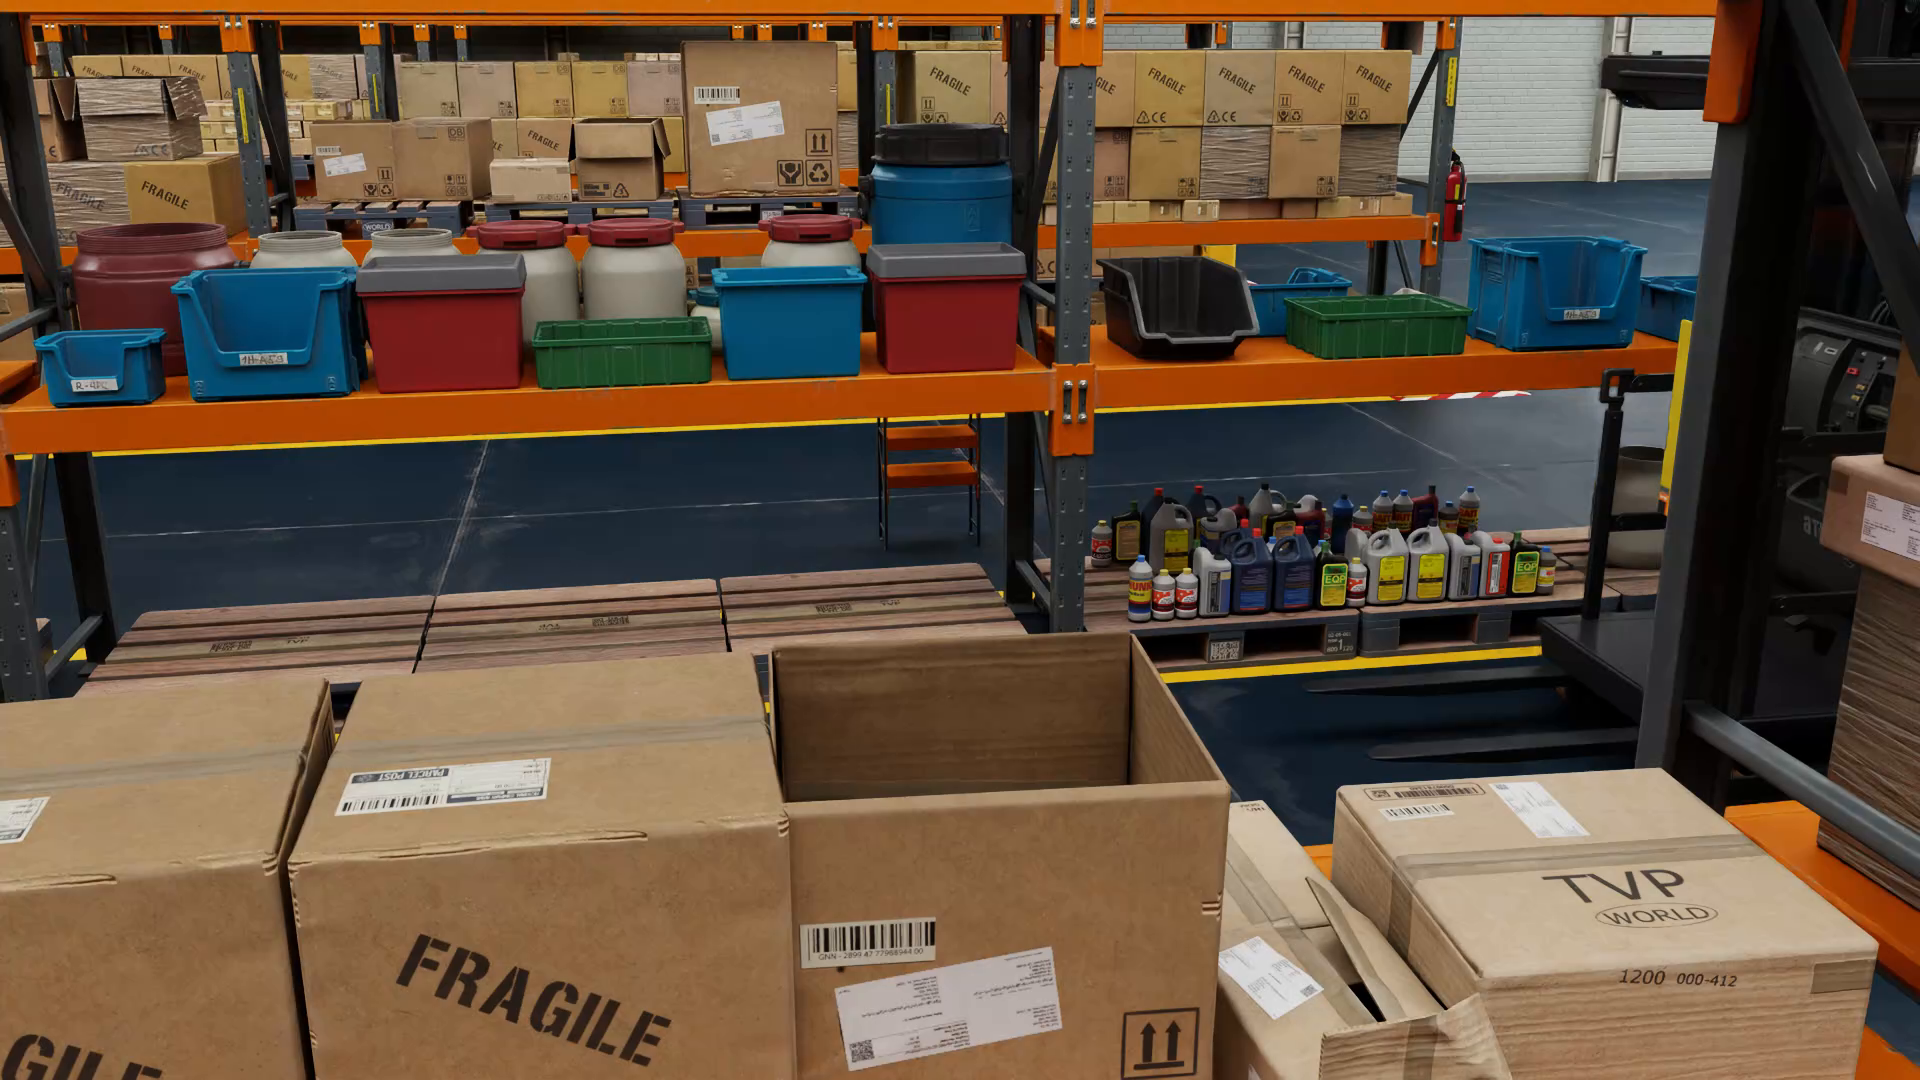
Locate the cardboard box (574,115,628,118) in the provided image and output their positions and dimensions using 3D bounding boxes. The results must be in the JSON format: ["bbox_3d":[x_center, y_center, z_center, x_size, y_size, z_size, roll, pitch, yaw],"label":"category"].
[{"bbox_3d":[-3.476,-3.882,16.171,0.500,0.500,0.500,-3,17,-10],"label":"cardboard box"}]

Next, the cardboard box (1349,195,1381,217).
[{"bbox_3d":[2.860,-2.448,12.100,0.250,0.149,0.380,-3,17,-10],"label":"cardboard box"}]

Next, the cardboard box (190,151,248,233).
[{"bbox_3d":[-5.037,-2.310,11.055,0.500,0.500,0.500,-3,17,-9],"label":"cardboard box"}]

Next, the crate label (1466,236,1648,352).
[{"bbox_3d":[2.530,-1.065,7.111,0.616,0.435,0.502,-3,17,-10],"label":"crate label"}]

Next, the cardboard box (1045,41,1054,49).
[{"bbox_3d":[1.006,-6.090,21.151,0.500,0.500,0.700,-4,17,-12],"label":"cardboard box"}]

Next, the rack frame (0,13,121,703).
[{"bbox_3d":[-3.569,-0.783,6.253,0.127,3.000,1.000,-3,17,-10],"label":"rack frame"}]

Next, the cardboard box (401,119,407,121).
[{"bbox_3d":[-4.858,-3.642,15.389,0.500,0.500,0.500,-3,17,-10],"label":"cardboard box"}]

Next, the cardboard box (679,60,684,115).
[{"bbox_3d":[-2.414,-4.337,15.949,0.500,0.500,0.700,-4,17,-11],"label":"cardboard box"}]

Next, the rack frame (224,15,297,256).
[{"bbox_3d":[-4.509,-2.211,10.902,0.127,3.000,1.000,-3,17,-10],"label":"rack frame"}]

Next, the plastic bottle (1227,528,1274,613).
[{"bbox_3d":[1.230,0.124,7.060,0.185,0.351,0.144,-3,17,-9],"label":"plastic bottle"}]

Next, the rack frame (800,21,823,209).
[{"bbox_3d":[-1.423,-3.869,16.301,0.127,3.000,1.000,-3,17,-10],"label":"rack frame"}]

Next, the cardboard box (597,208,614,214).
[{"bbox_3d":[-4.363,-4.125,20.894,0.625,0.372,0.950,-3,17,-9],"label":"cardboard box"}]

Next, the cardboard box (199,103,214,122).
[{"bbox_3d":[-6.748,-3.797,14.763,0.250,0.149,0.380,-3,17,-10],"label":"cardboard box"}]

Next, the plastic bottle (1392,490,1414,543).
[{"bbox_3d":[2.110,-0.105,7.942,0.097,0.271,0.097,0,17,0],"label":"plastic bottle"}]

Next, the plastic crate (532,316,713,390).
[{"bbox_3d":[-1.298,-0.726,6.429,0.662,0.188,0.450,-3,17,-10],"label":"plastic crate"}]

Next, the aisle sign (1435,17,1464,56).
[{"bbox_3d":[3.464,-3.816,11.701,0.004,0.787,0.394,-3,17,-10],"label":"aisle sign"}]

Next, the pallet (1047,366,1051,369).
[{"bbox_3d":[0.072,-1.149,12.192,1.213,0.211,1.003,-3,17,-10],"label":"pallet"}]

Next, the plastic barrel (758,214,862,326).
[{"bbox_3d":[-0.623,-1.081,6.991,0.433,0.535,0.433,0,17,0],"label":"plastic barrel"}]

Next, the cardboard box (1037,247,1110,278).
[{"bbox_3d":[0.988,-3.171,16.930,0.875,0.875,0.875,-4,17,-11],"label":"cardboard box"}]

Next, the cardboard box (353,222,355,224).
[{"bbox_3d":[-6.073,-3.042,15.873,0.500,0.250,0.500,-4,18,-13],"label":"cardboard box"}]

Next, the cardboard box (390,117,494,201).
[{"bbox_3d":[-3.457,-2.561,11.156,0.500,0.500,0.700,-1,17,-2],"label":"cardboard box"}]

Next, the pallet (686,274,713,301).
[{"bbox_3d":[-2.166,-2.472,16.500,1.213,0.211,1.003,-3,17,-10],"label":"pallet"}]

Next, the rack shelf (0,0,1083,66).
[{"bbox_3d":[-1.605,-1.985,6.281,4.000,0.370,1.077,-3,17,-10],"label":"rack shelf"}]

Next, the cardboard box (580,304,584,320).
[{"bbox_3d":[-2.757,-1.338,11.567,0.500,0.500,0.700,-2,17,-6],"label":"cardboard box"}]

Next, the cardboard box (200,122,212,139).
[{"bbox_3d":[-6.759,-3.653,14.802,0.250,0.149,0.380,-3,17,-11],"label":"cardboard box"}]

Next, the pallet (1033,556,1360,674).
[{"bbox_3d":[1.026,0.301,7.471,1.213,0.211,1.003,-3,17,-10],"label":"pallet"}]

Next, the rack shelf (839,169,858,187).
[{"bbox_3d":[0.541,-3.637,16.769,4.000,0.370,1.077,-3,17,-10],"label":"rack shelf"}]

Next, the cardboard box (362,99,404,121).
[{"bbox_3d":[-6.816,-5.135,19.826,0.500,0.250,0.500,-3,17,-11],"label":"cardboard box"}]

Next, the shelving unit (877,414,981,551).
[{"bbox_3d":[-0.163,-0.564,8.606,0.503,1.200,0.258,-3,17,-10],"label":"shelving unit"}]

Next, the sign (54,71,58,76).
[{"bbox_3d":[-10.209,-5.137,18.819,0.005,0.325,0.100,-3,17,-10],"label":"sign"}]

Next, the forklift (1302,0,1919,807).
[{"bbox_3d":[2.834,-0.617,5.829,3.031,2.935,1.130,-3,17,-9],"label":"forklift"}]

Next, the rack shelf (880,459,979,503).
[{"bbox_3d":[-0.163,-0.310,8.684,0.480,0.148,0.258,-3,17,-10],"label":"rack shelf"}]

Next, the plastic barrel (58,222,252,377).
[{"bbox_3d":[-3.171,-0.962,6.602,0.708,0.536,0.600,-3,17,-10],"label":"plastic barrel"}]

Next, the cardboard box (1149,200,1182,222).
[{"bbox_3d":[1.394,-2.354,11.794,0.250,0.149,0.380,-3,17,-10],"label":"cardboard box"}]

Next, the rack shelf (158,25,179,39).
[{"bbox_3d":[-13.225,-7.255,23.438,4.000,0.370,1.077,-3,17,-10],"label":"rack shelf"}]

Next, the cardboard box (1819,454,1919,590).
[{"bbox_3d":[1.521,-0.013,2.470,0.250,0.149,0.380,-3,17,-10],"label":"cardboard box"}]

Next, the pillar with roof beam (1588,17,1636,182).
[{"bbox_3d":[12.265,-9.460,24.287,0.400,9.000,9.100,-3,17,-10],"label":"pillar with roof beam"}]

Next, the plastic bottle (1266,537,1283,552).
[{"bbox_3d":[1.349,0.120,7.211,0.097,0.271,0.097,0,17,0],"label":"plastic bottle"}]

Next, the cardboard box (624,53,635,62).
[{"bbox_3d":[-4.037,-5.977,20.666,0.250,0.149,0.380,-2,17,-7],"label":"cardboard box"}]

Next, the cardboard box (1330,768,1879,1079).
[{"bbox_3d":[0.819,0.534,2.221,0.500,0.250,0.500,-2,17,-7],"label":"cardboard box"}]

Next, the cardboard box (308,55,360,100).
[{"bbox_3d":[-7.349,-5.459,19.602,0.500,0.500,0.500,-3,17,-9],"label":"cardboard box"}]

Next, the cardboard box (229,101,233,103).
[{"bbox_3d":[-6.606,-3.999,15.423,0.250,0.149,0.380,-4,18,-13],"label":"cardboard box"}]

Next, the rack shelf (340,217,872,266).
[{"bbox_3d":[-2.545,-1.979,11.370,4.000,0.370,1.077,-3,17,-10],"label":"rack shelf"}]

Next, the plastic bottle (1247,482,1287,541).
[{"bbox_3d":[1.442,-0.098,7.784,0.185,0.351,0.144,-3,17,-11],"label":"plastic bottle"}]

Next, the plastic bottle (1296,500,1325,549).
[{"bbox_3d":[1.623,-0.043,7.720,0.133,0.283,0.061,-3,17,-10],"label":"plastic bottle"}]

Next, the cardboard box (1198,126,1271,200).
[{"bbox_3d":[1.834,-2.746,11.967,0.500,0.500,0.875,-3,17,-10],"label":"cardboard box"}]

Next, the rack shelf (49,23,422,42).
[{"bbox_3d":[-8.352,-6.047,19.506,4.000,0.370,1.077,-3,17,-10],"label":"rack shelf"}]

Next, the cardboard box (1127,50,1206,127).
[{"bbox_3d":[1.379,-3.141,11.549,0.500,0.500,0.500,-3,17,-10],"label":"cardboard box"}]

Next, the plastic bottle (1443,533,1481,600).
[{"bbox_3d":[2.177,0.105,7.250,0.135,0.276,0.152,-4,17,-12],"label":"plastic bottle"}]

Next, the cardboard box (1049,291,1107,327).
[{"bbox_3d":[0.975,-1.542,12.265,0.500,0.500,0.500,-5,18,-15],"label":"cardboard box"}]
